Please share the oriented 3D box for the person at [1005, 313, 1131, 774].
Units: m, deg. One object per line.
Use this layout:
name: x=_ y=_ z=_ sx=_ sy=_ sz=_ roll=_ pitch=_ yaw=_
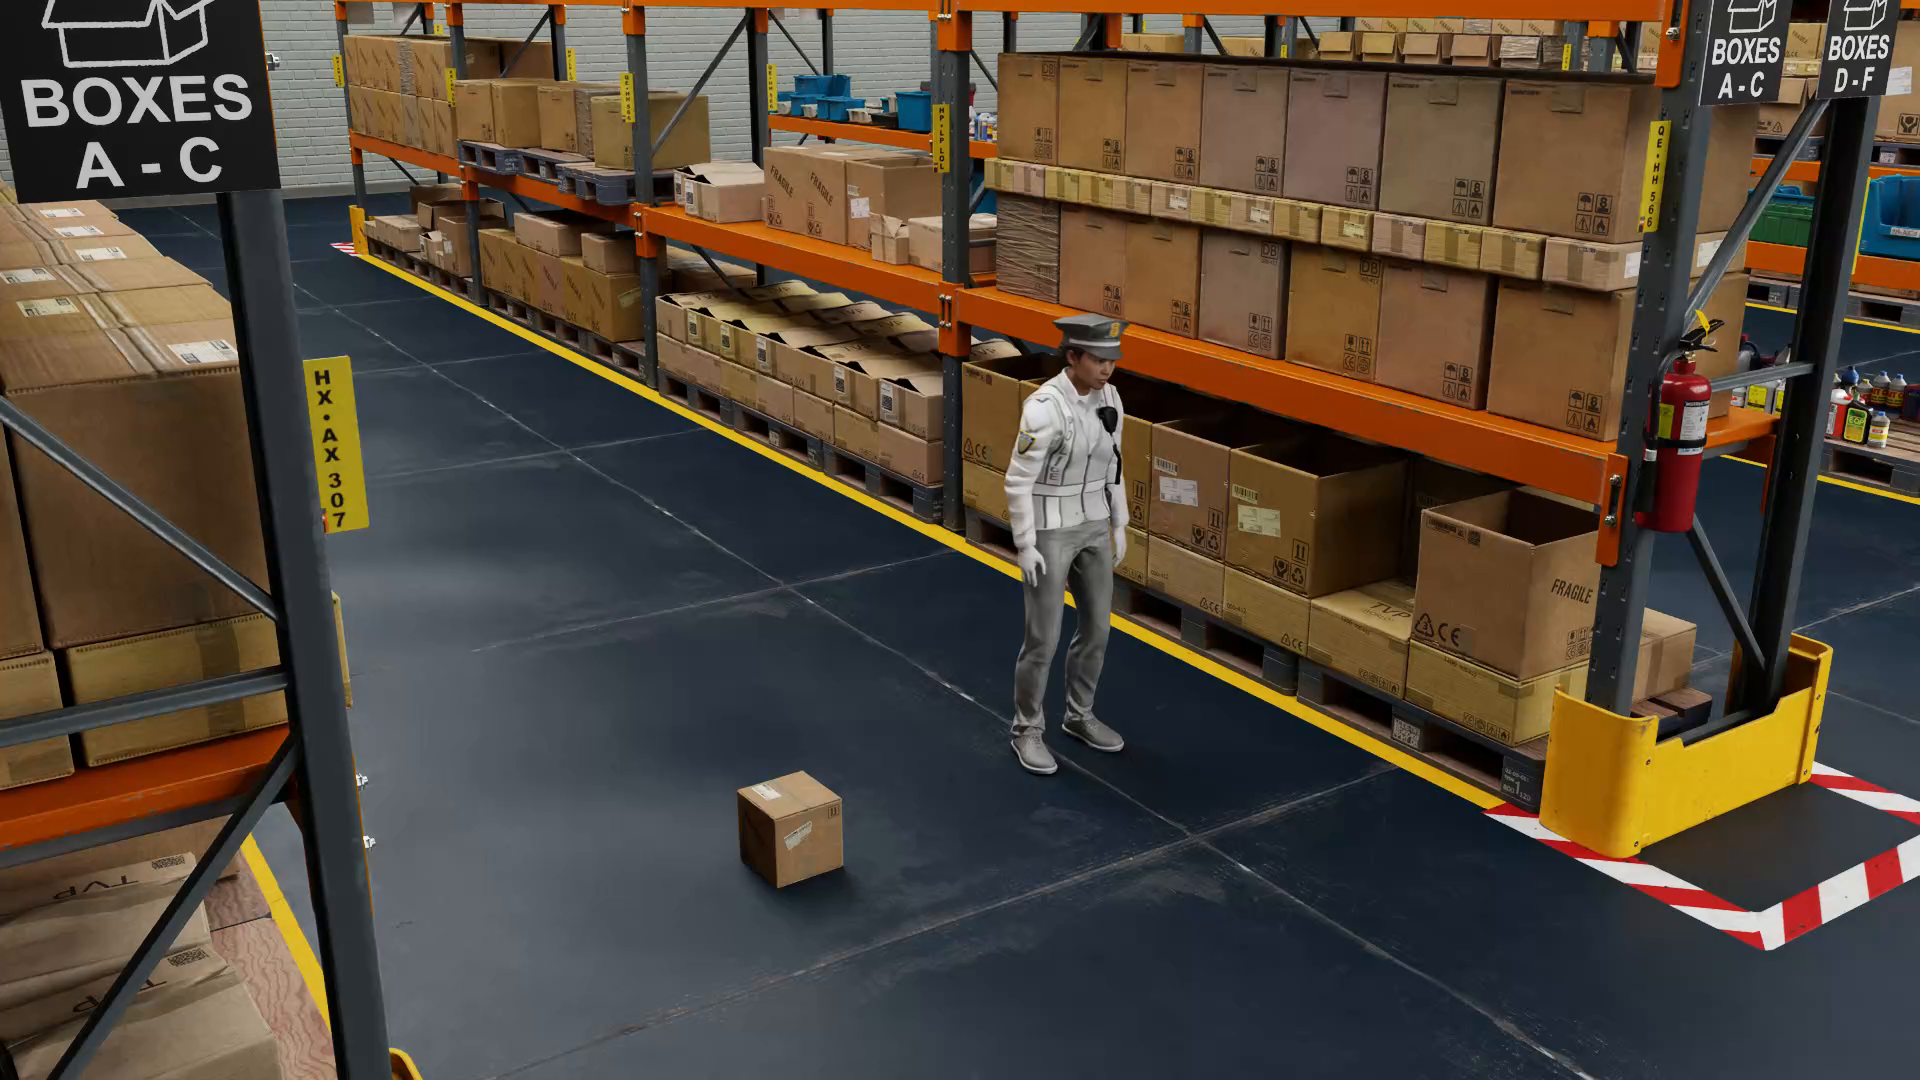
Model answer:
person: x=0.403 y=-0.007 z=6.072 sx=0.532 sy=1.663 sz=0.375 roll=-13 pitch=22 yaw=-35
